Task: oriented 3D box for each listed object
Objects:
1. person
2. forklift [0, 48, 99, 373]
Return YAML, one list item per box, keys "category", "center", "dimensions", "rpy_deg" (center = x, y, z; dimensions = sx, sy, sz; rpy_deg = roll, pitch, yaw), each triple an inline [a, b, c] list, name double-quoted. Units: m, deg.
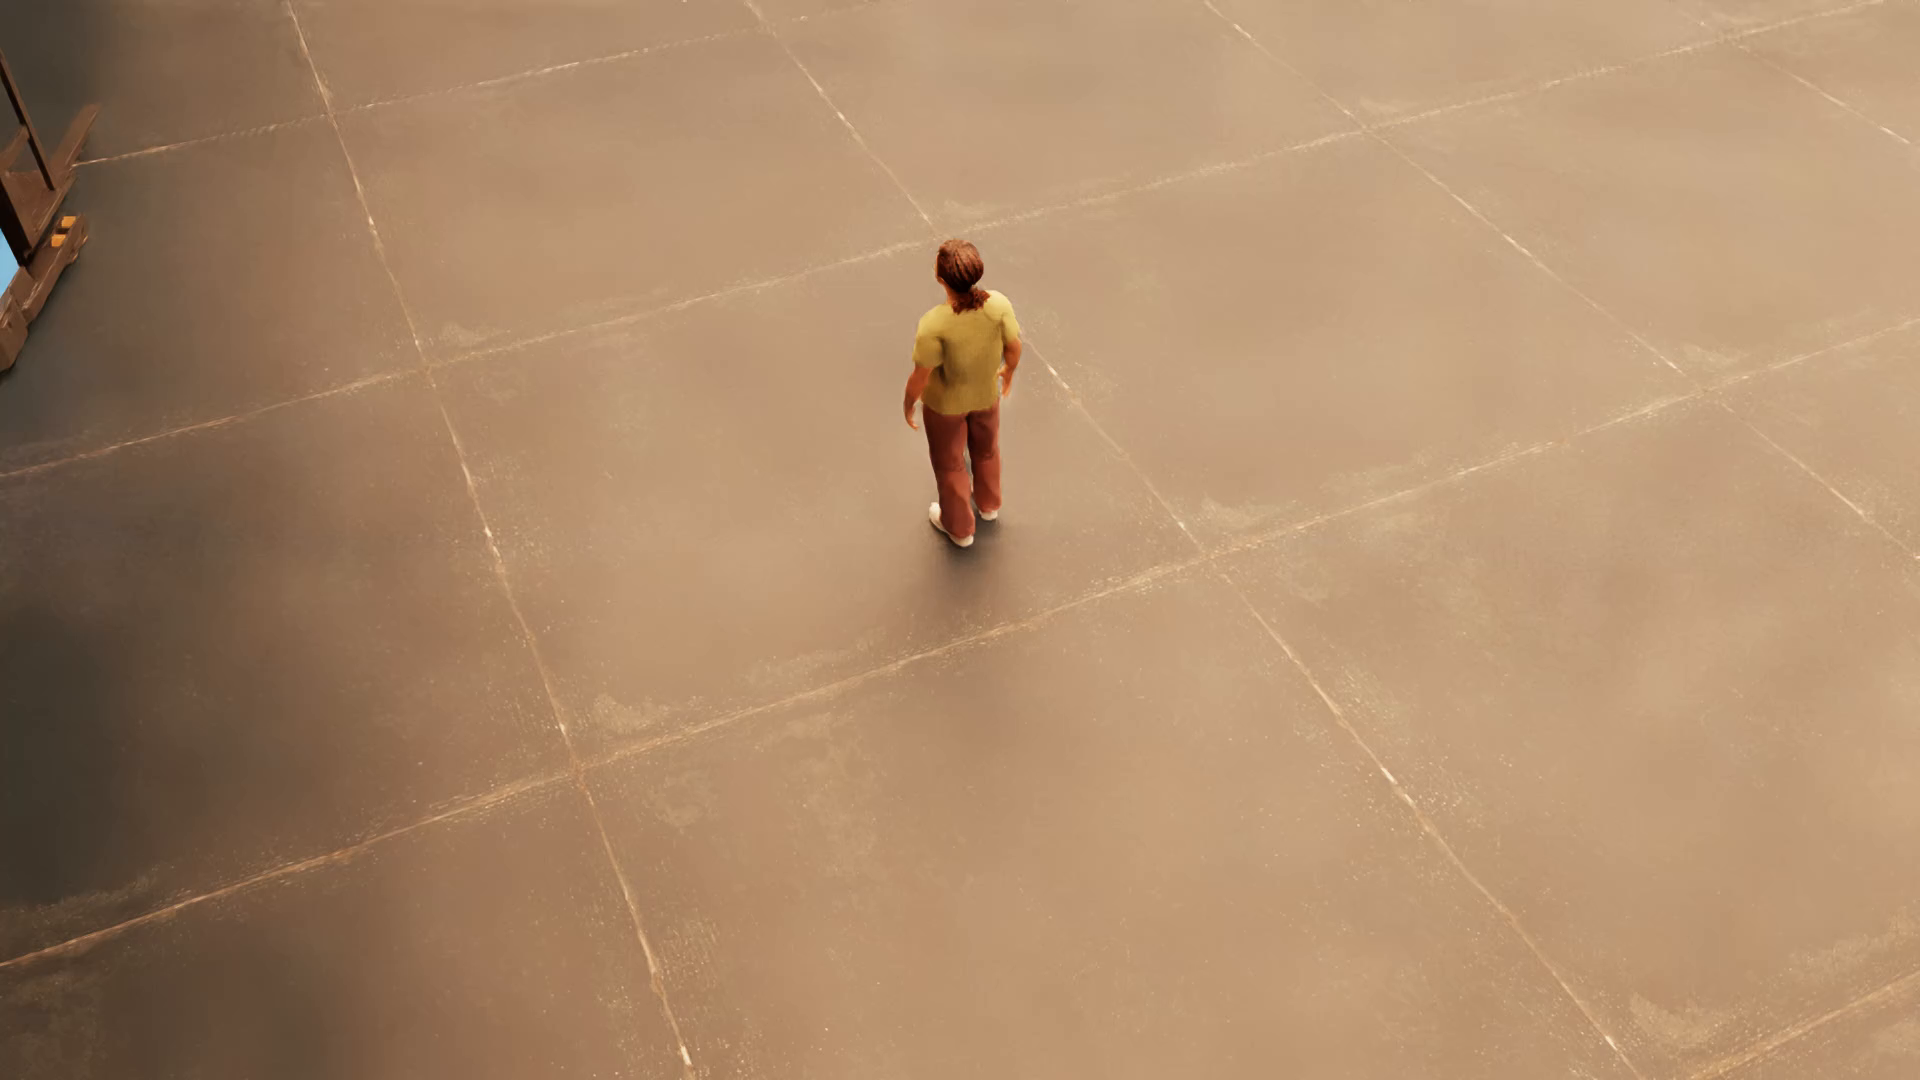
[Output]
- category: "person"
  center: [-0.021, -0.667, 7.304]
  dimensions: [0.554, 1.674, 0.548]
  rpy_deg: [-18, 46, -18]
- category: "forklift"
  center: [-5.609, -2.592, 8.457]
  dimensions: [1.130, 2.935, 3.031]
  rpy_deg: [-3, 43, -4]
